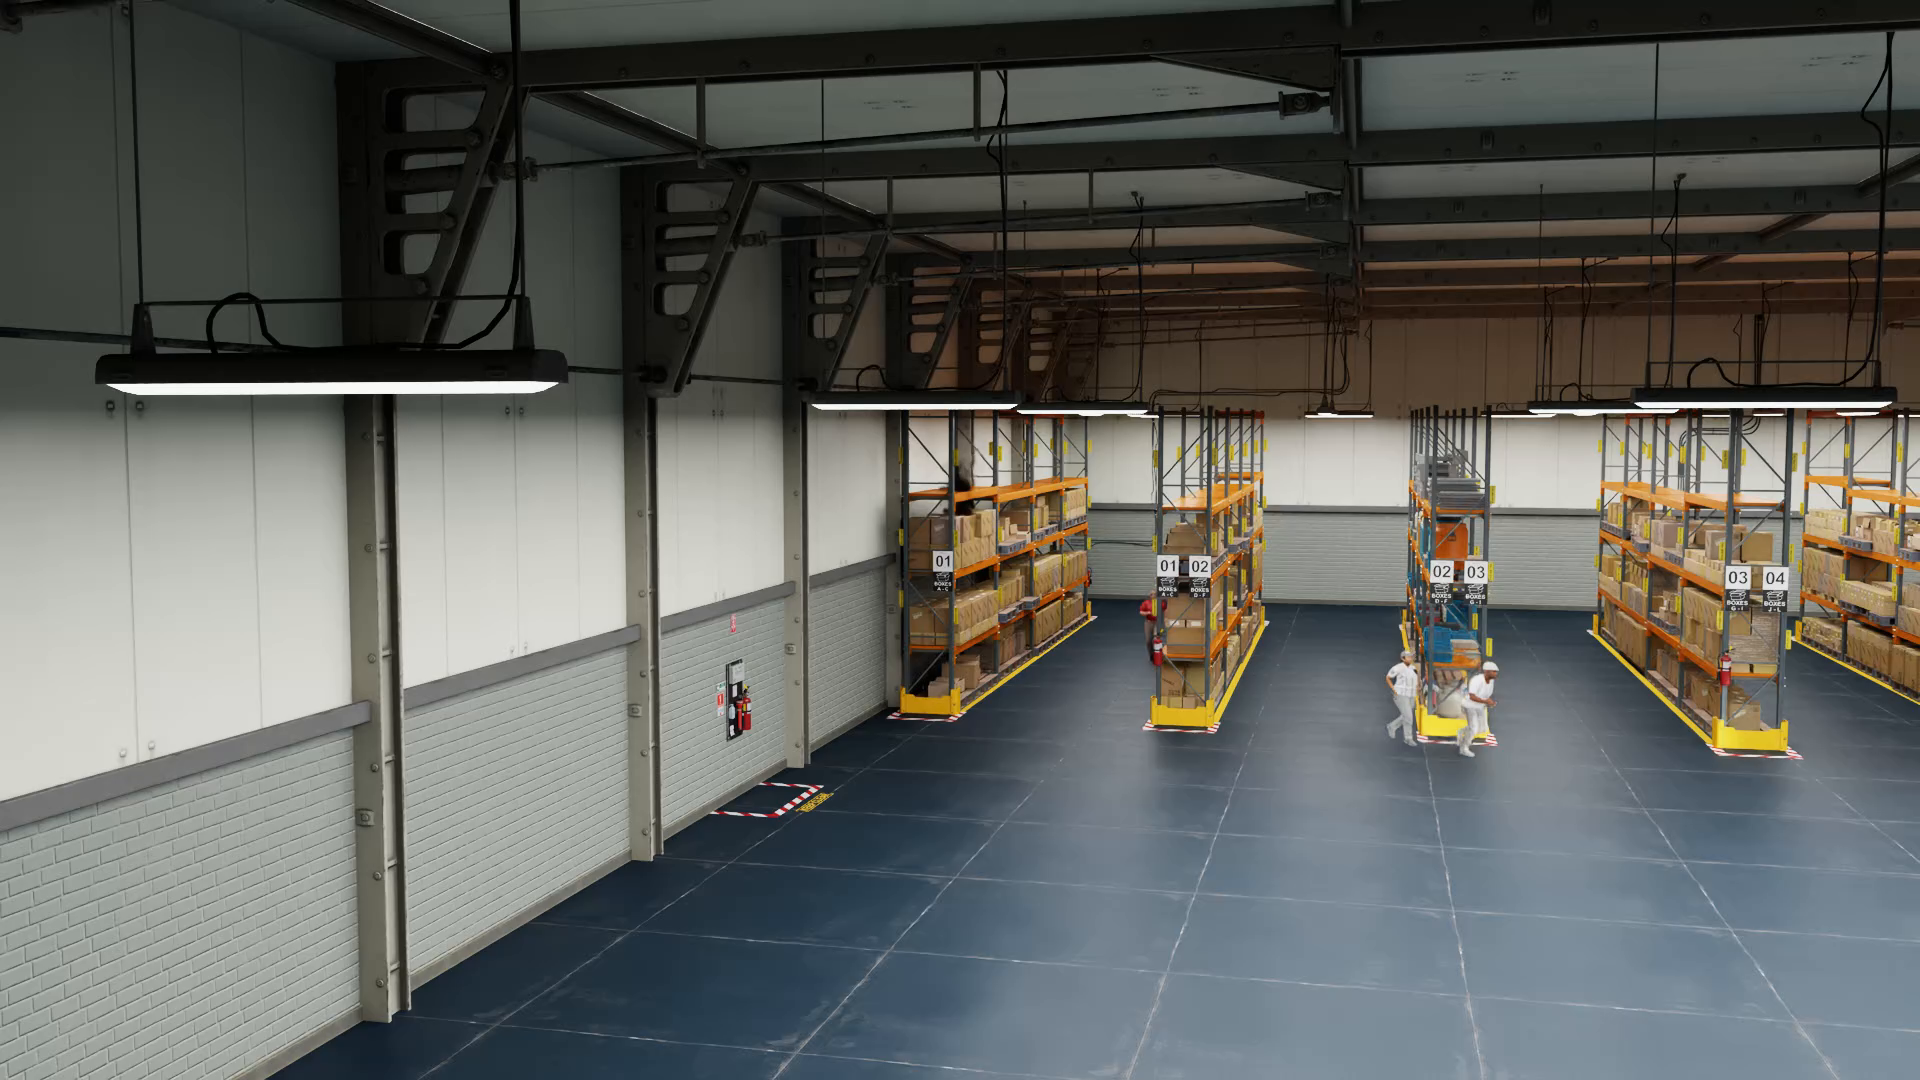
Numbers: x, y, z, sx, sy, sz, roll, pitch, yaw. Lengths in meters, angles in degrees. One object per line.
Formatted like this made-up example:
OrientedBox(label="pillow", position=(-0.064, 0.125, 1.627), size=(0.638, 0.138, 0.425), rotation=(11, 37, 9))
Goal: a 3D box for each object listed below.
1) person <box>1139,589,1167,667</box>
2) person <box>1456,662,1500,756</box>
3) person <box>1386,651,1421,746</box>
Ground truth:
OrientedBox(label="person", position=(4.546, 2.039, 39.122), size=(0.641, 1.754, 0.845), rotation=(1, 4, 12))
OrientedBox(label="person", position=(8.887, 2.875, 28.428), size=(0.721, 1.644, 0.802), rotation=(-3, 5, -40))
OrientedBox(label="person", position=(7.933, 2.796, 29.600), size=(0.602, 1.660, 0.804), rotation=(-2, 5, -30))
